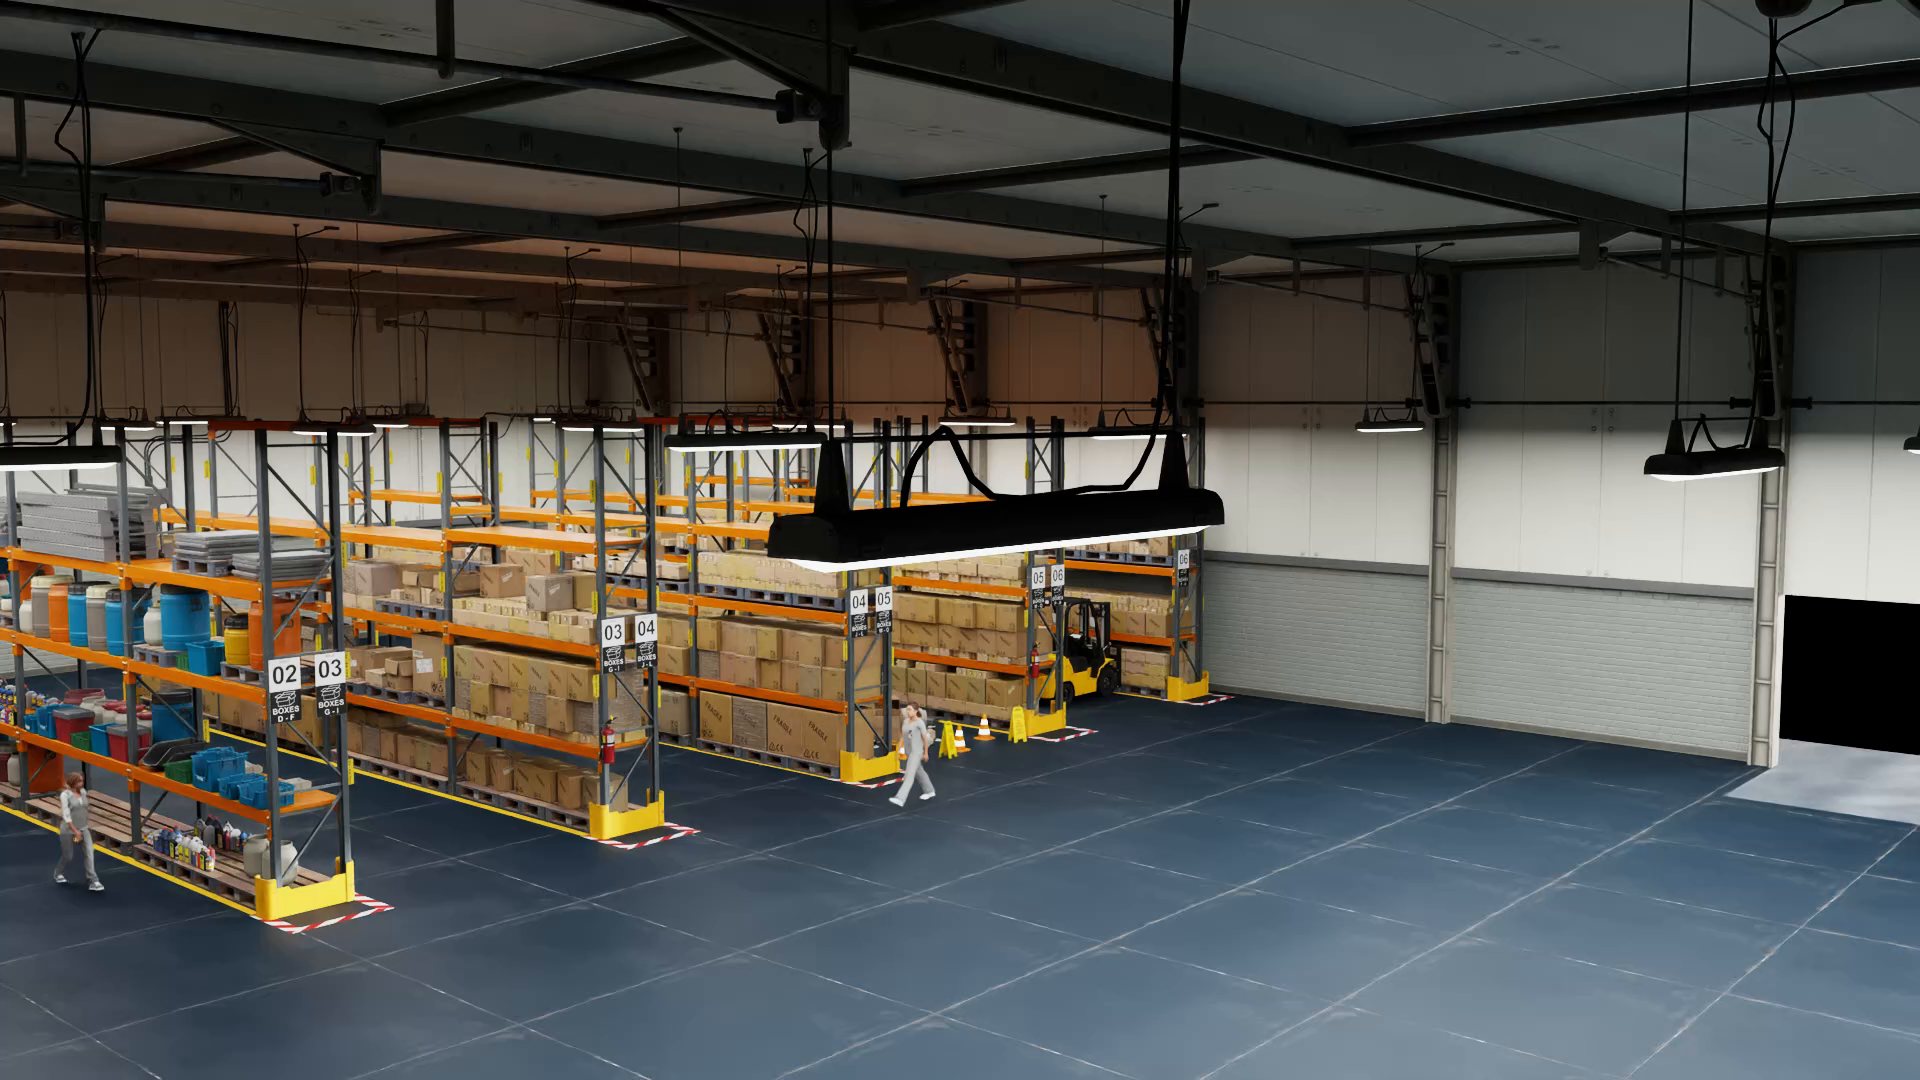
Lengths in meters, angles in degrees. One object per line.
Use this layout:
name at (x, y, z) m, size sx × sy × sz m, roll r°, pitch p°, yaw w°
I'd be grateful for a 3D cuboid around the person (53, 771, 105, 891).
person at (-11.458, 3.764, 21.621) m, size 0.964 × 1.519 × 0.404 m, roll 3°, pitch 6°, yaw 31°

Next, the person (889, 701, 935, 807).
person at (-0.779, 3.339, 26.118) m, size 1.067 × 1.602 × 0.466 m, roll -4°, pitch 6°, yaw -38°
